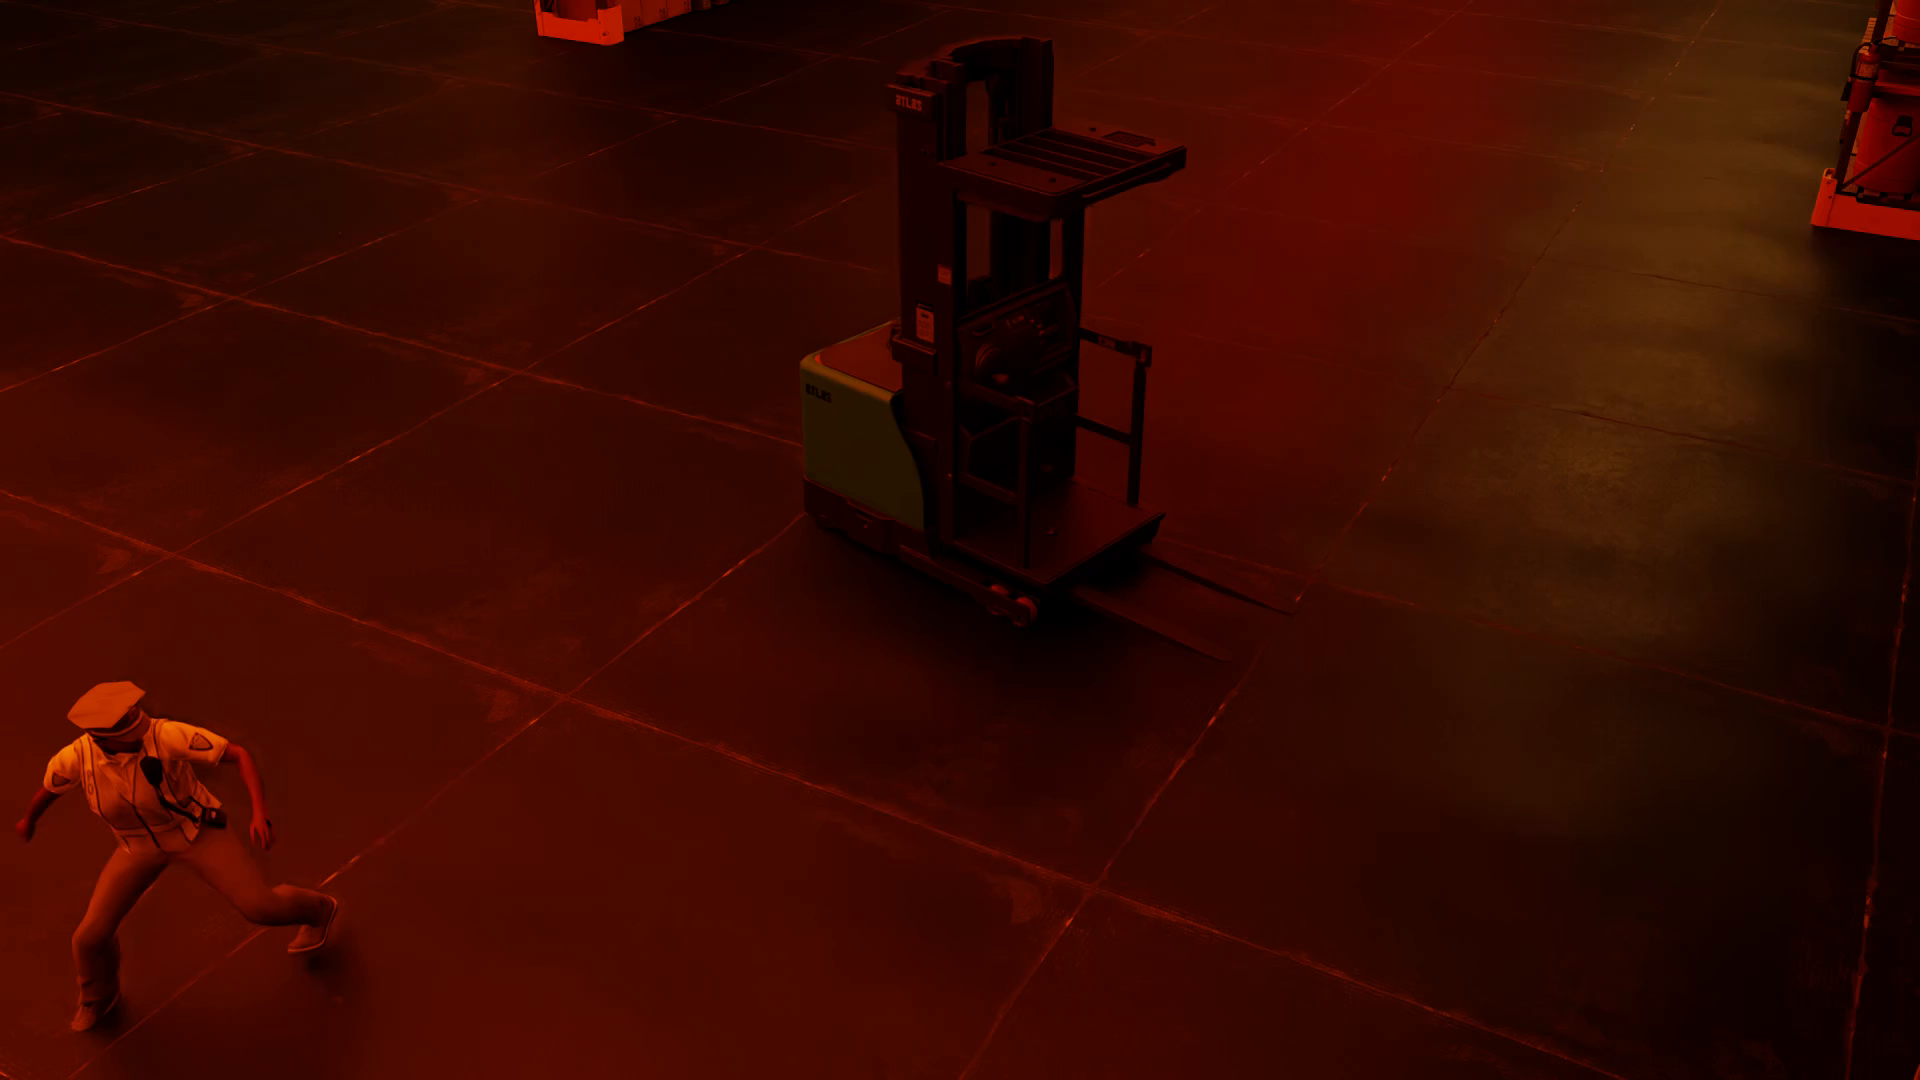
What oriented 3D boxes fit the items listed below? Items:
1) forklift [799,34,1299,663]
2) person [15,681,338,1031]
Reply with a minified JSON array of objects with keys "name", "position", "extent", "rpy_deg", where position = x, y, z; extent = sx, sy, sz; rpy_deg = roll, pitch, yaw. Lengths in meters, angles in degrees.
[{"name":"forklift","position":[0.474,-1.084,8.950],"extent":[3.031,2.935,1.130],"rpy_deg":[24,38,35]},{"name":"person","position":[-3.149,1.204,6.490],"extent":[1.108,1.575,0.522],"rpy_deg":[-4,30,-6]}]
